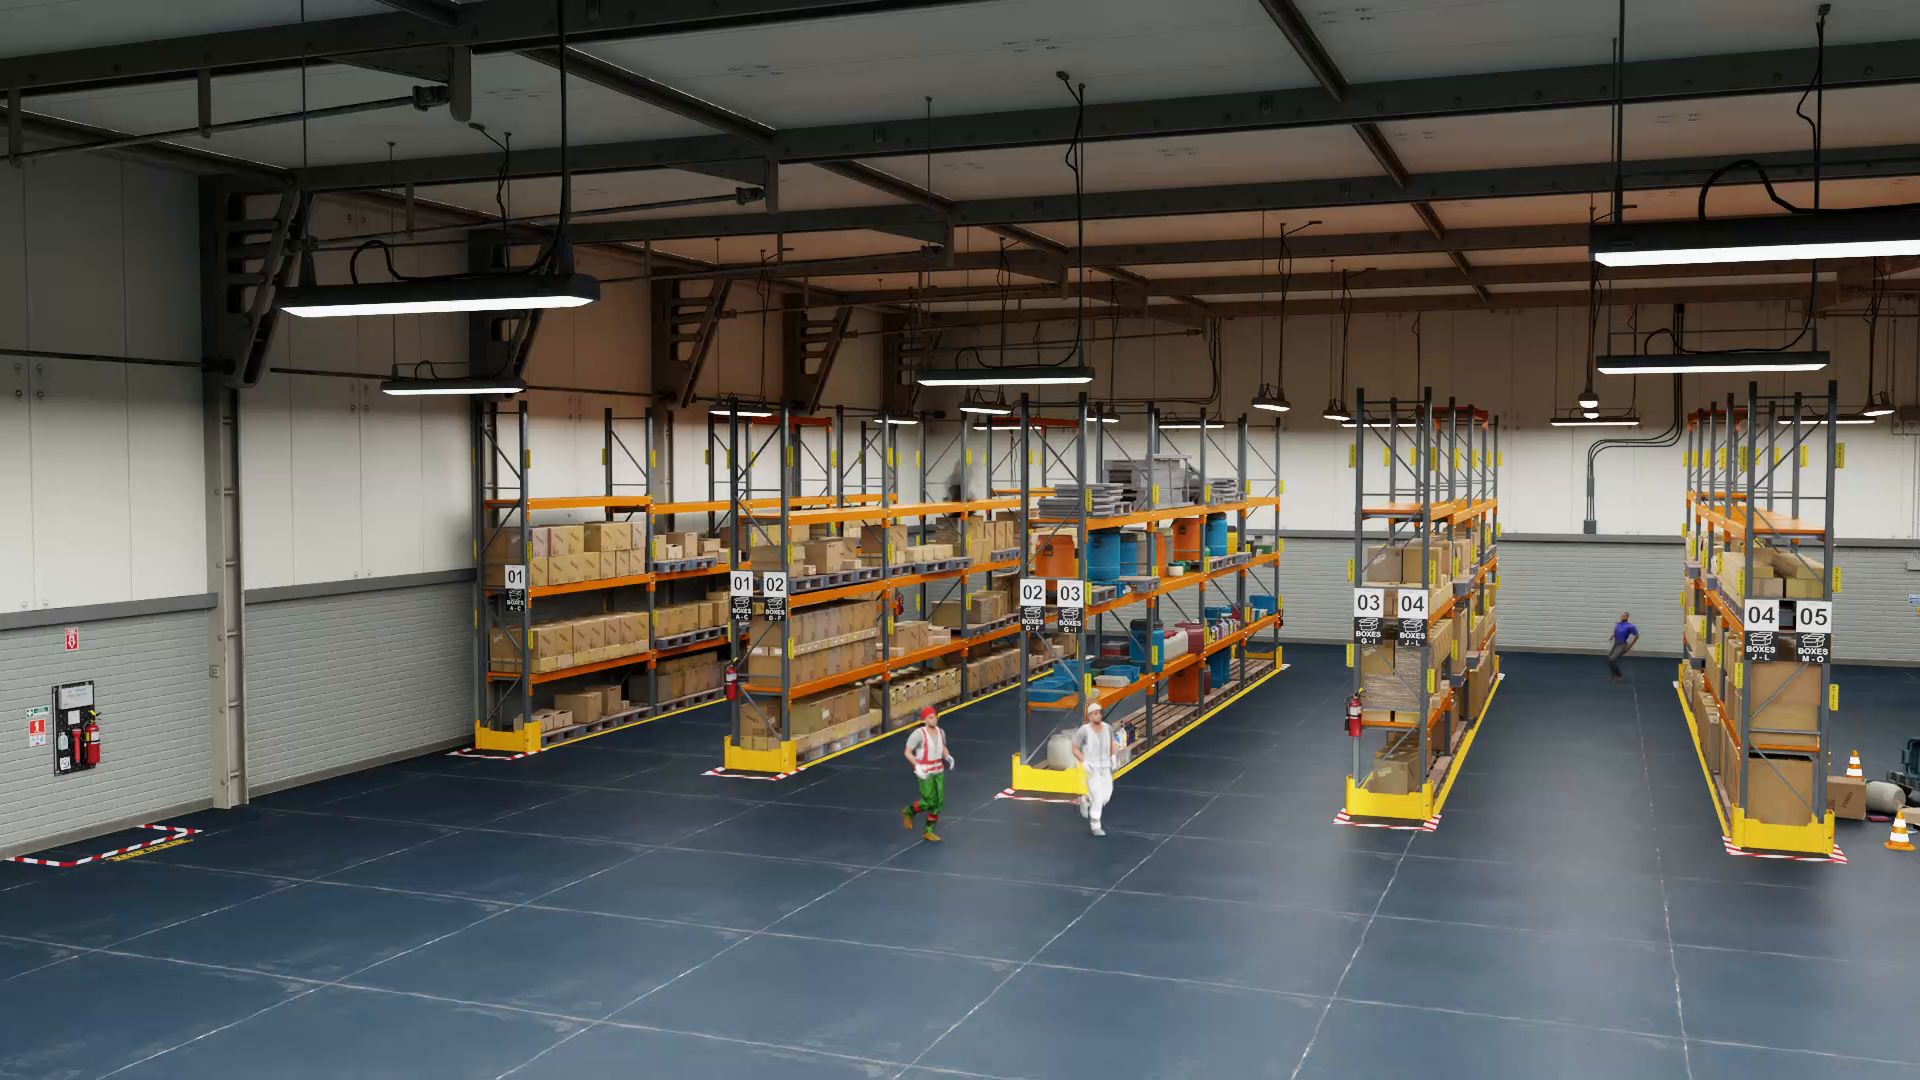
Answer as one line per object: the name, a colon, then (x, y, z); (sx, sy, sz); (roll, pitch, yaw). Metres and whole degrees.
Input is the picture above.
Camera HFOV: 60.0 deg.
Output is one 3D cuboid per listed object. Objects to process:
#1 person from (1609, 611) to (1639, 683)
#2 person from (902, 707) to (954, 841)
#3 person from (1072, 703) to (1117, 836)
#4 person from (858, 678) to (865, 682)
person: (14.772, 2.406, 37.223); (0.569, 1.625, 0.592); (-1, 3, -12)
person: (-0.416, 3.067, 21.918); (0.650, 1.755, 0.647); (-2, 4, -42)
person: (1.779, 3.046, 22.260); (0.665, 1.763, 0.665); (-1, 3, -25)
person: (-2.193, 2.381, 36.651); (0.657, 1.672, 0.582); (0, 3, 7)
